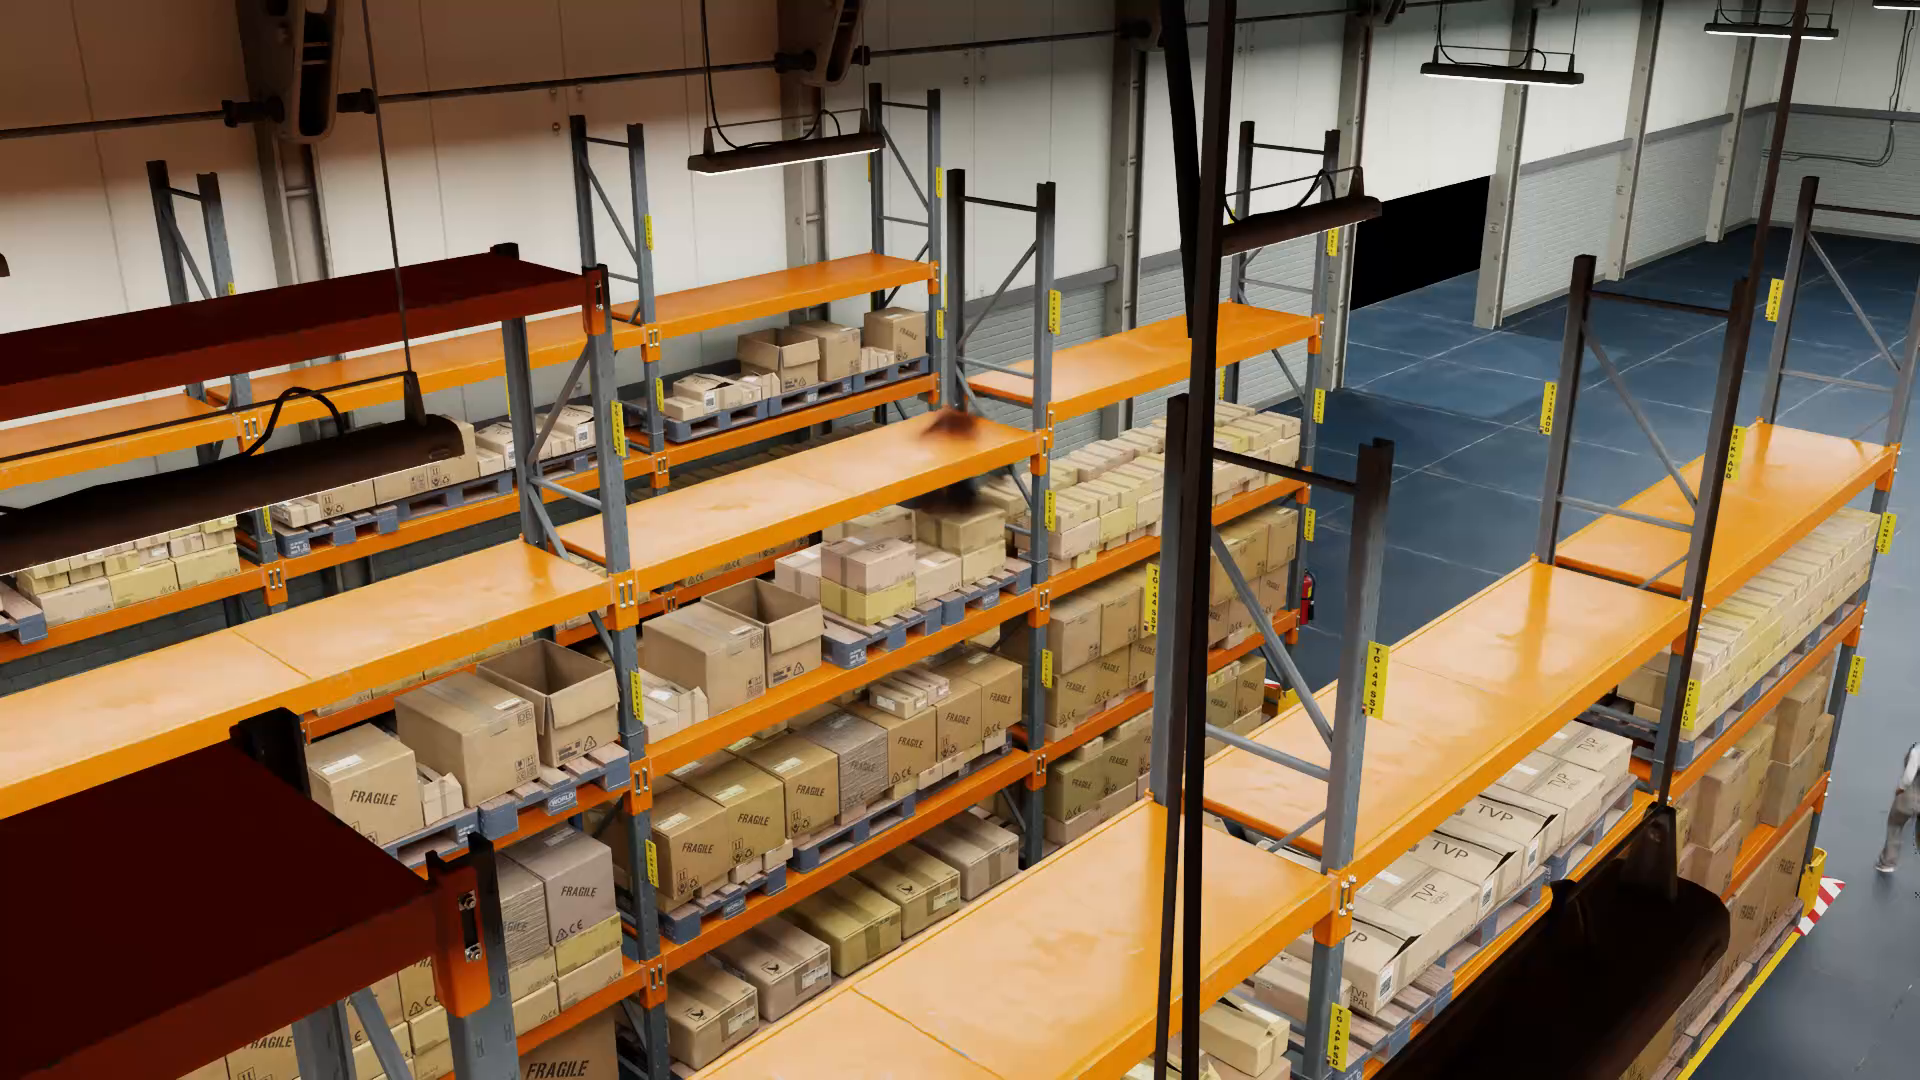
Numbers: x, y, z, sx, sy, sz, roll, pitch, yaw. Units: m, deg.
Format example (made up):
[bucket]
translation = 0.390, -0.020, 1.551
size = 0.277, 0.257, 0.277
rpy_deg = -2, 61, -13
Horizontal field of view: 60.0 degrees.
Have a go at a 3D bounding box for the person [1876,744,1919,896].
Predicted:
[person]
translation = 8.092, 2.242, 14.005
size = 0.544, 1.619, 0.775
rpy_deg = 3, 21, 8
